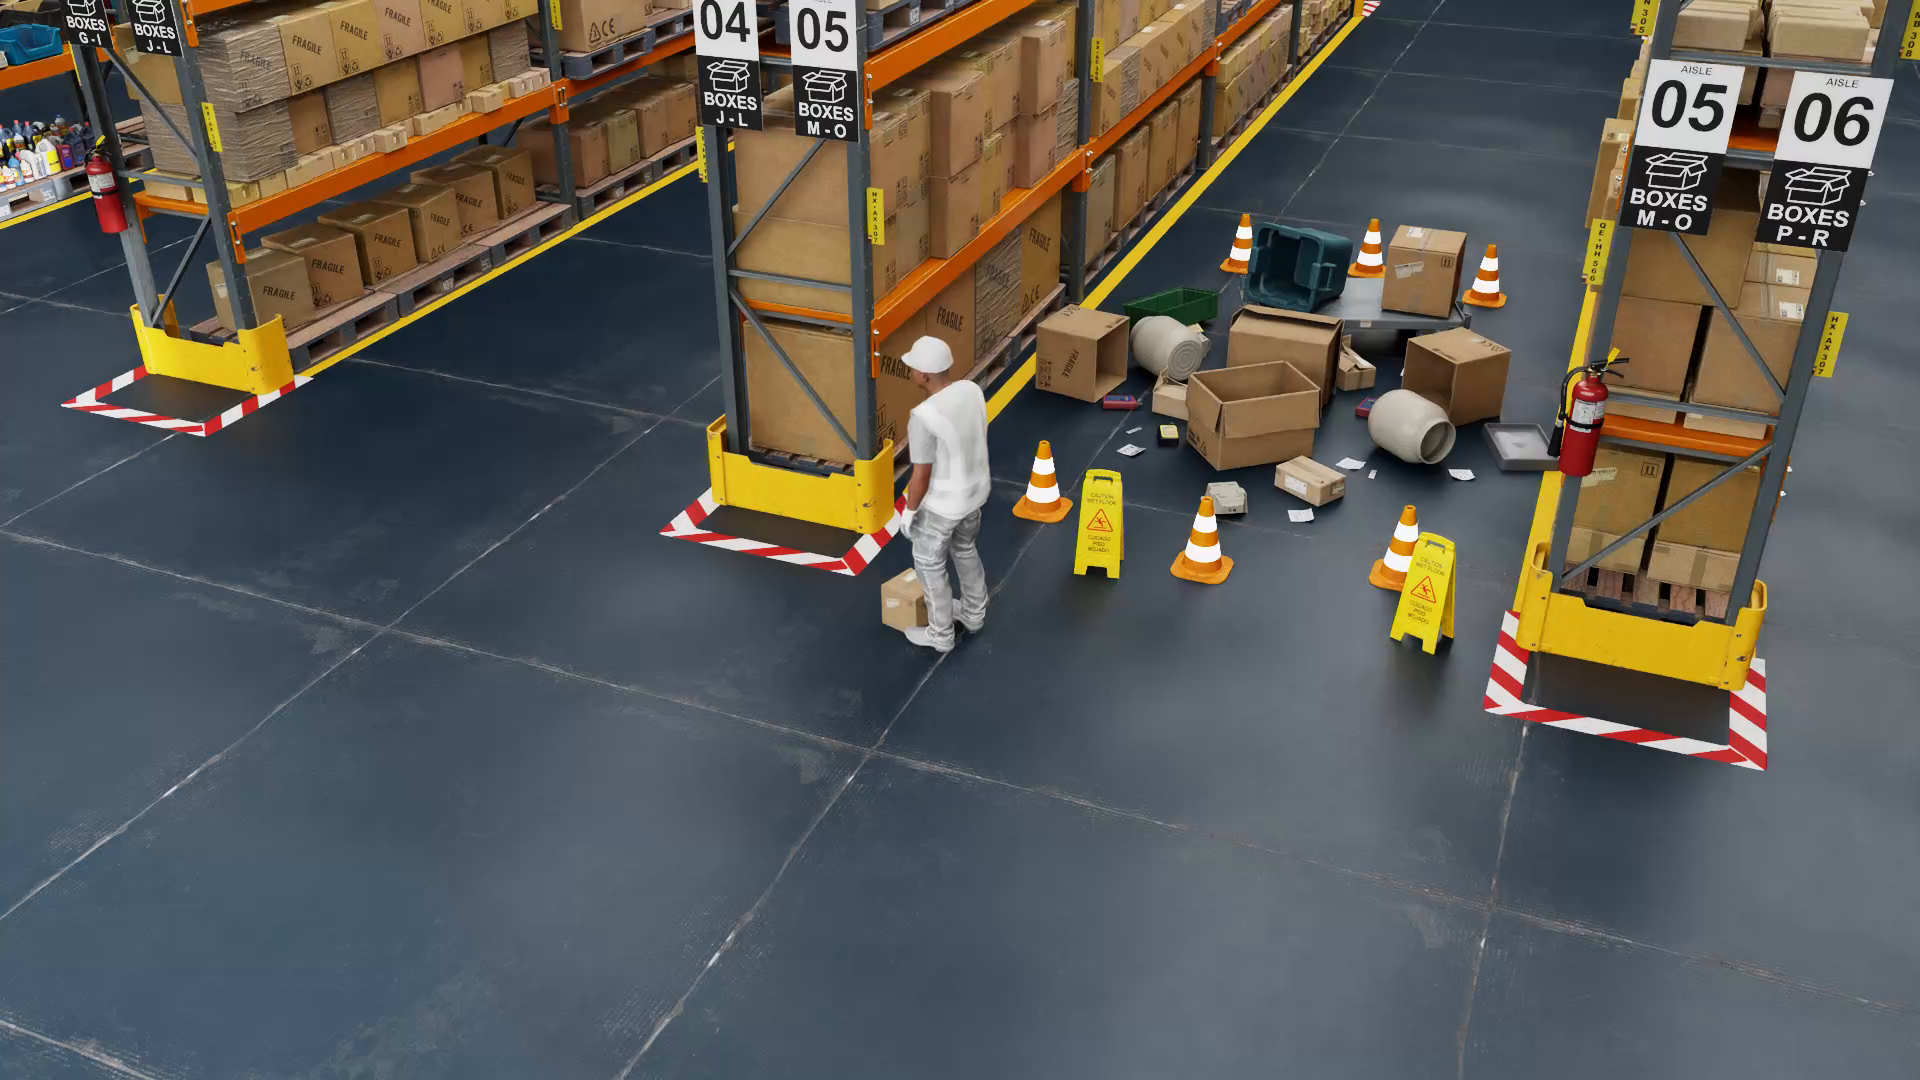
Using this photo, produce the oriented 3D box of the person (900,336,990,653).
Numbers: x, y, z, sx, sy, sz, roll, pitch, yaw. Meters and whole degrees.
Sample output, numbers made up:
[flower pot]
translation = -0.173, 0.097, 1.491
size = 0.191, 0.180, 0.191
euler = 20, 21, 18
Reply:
[person]
translation = -0.086, -0.239, 8.813
size = 0.444, 1.775, 0.629
euler = 20, 35, 32
